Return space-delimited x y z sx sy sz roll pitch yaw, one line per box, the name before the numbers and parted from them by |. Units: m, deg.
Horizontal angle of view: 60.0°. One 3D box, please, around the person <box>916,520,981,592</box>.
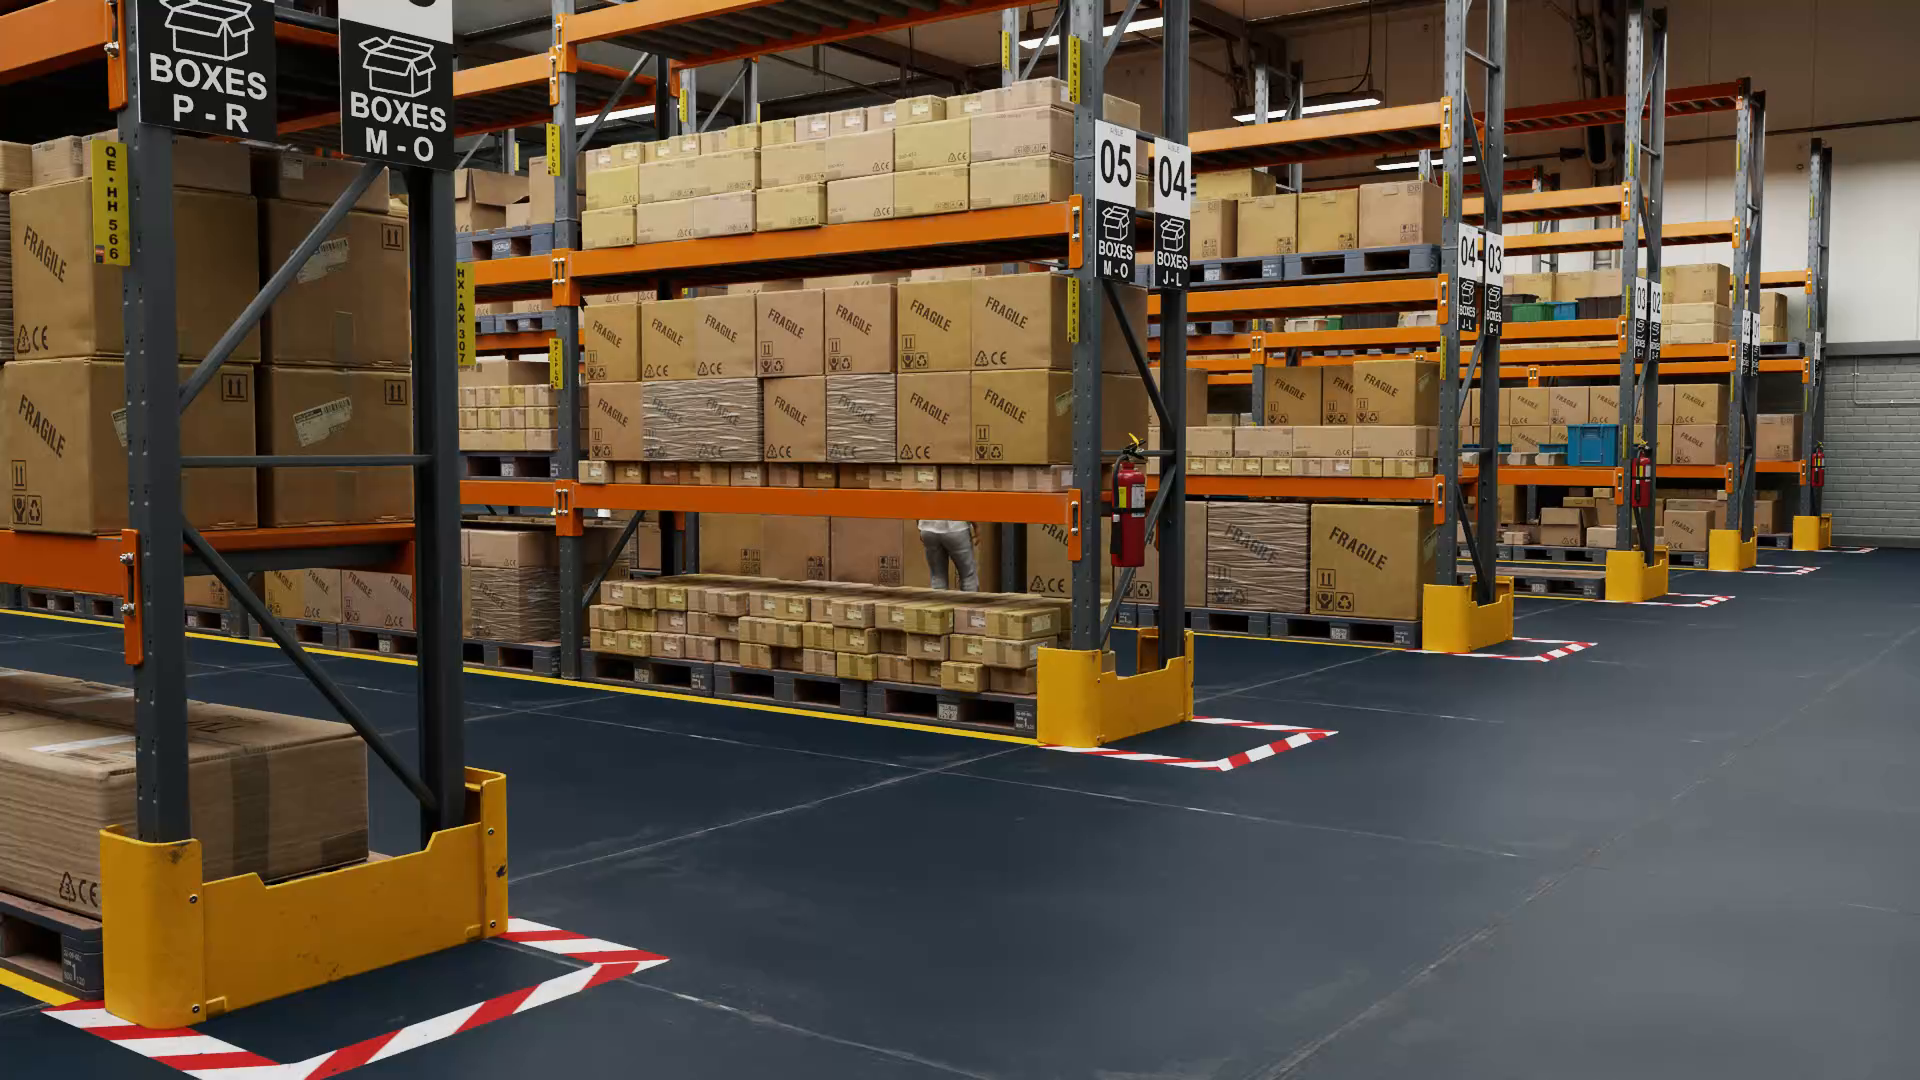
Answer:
person | -0.056 -0.061 13.509 0.598 1.670 0.529 2 4 29
